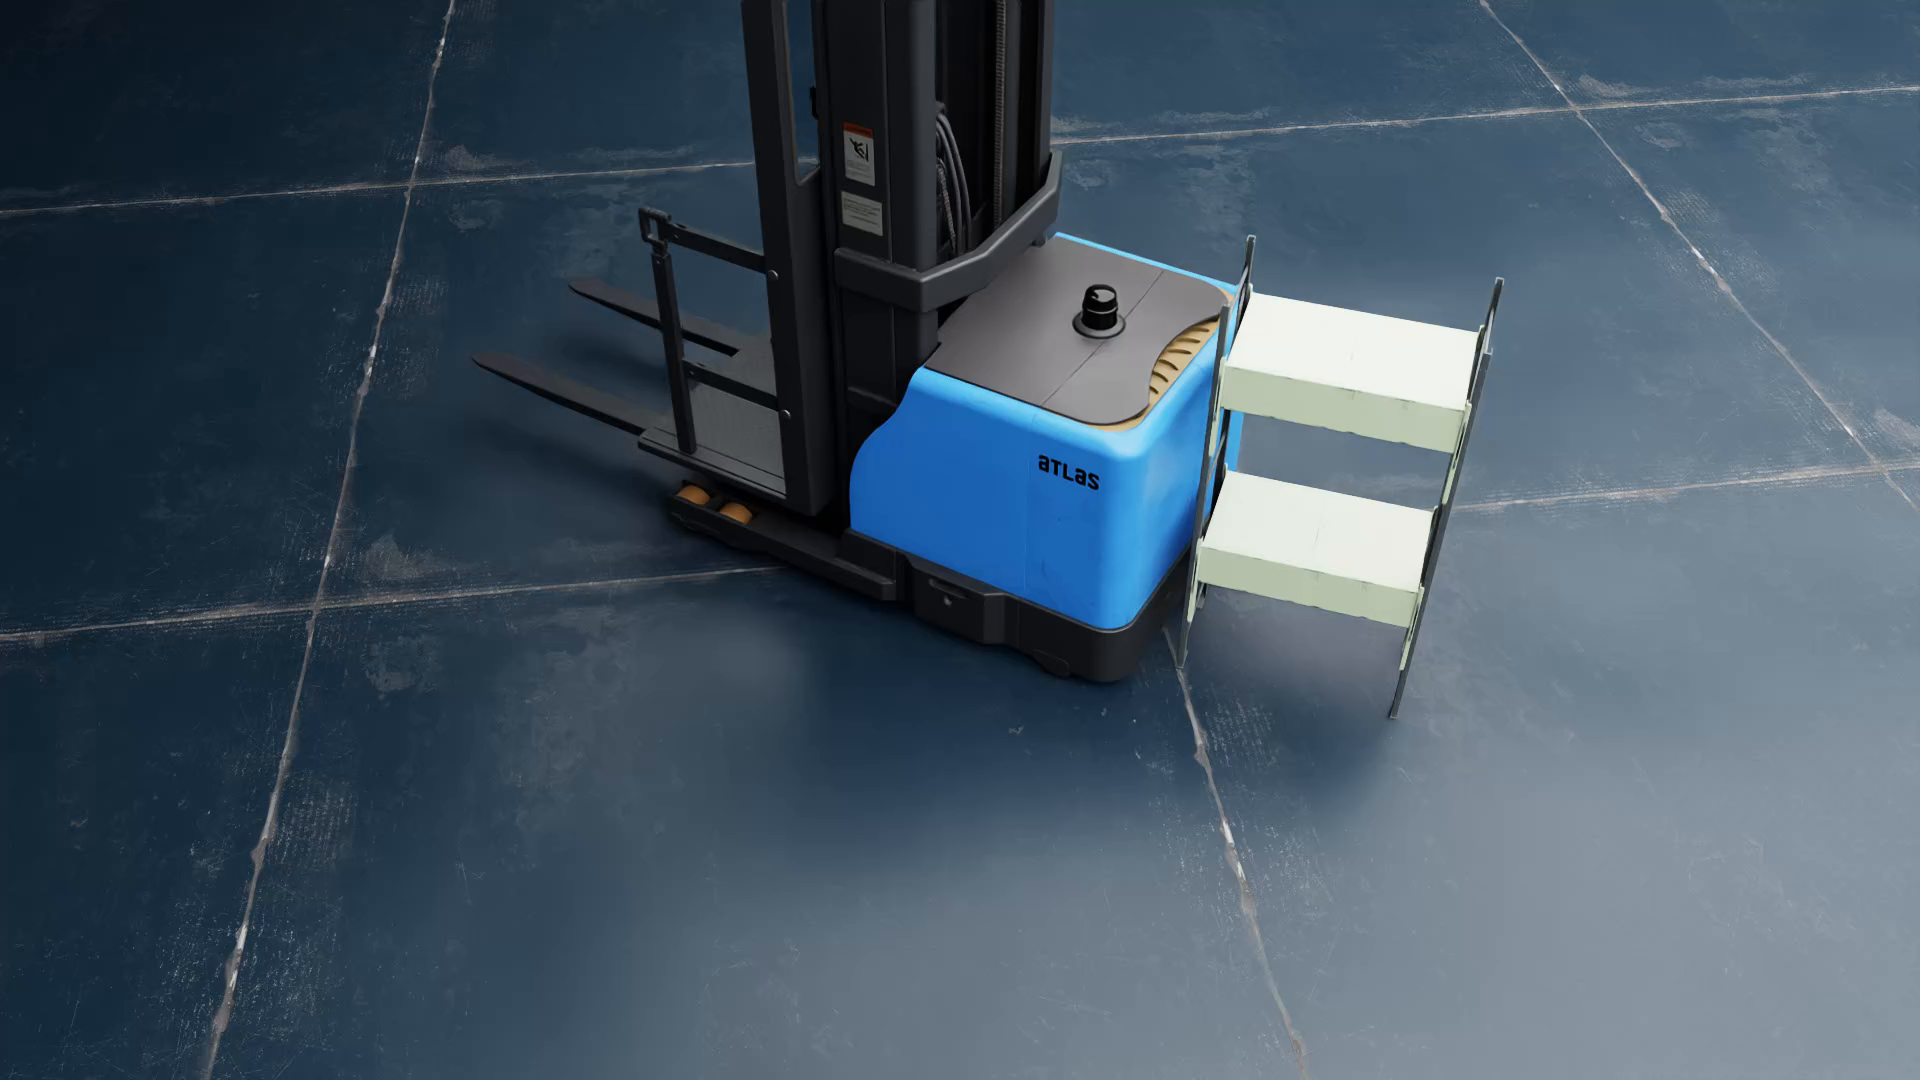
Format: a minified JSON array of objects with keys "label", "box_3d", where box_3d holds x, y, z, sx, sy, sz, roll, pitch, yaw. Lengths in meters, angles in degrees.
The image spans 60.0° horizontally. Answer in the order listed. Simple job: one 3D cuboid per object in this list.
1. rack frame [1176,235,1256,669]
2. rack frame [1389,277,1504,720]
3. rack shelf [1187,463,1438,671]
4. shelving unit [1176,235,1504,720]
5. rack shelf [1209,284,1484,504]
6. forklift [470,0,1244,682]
[{"label":"rack frame","box_3d":[0.822,-0.238,5.394,0.023,1.500,0.400,13,44,14]},{"label":"rack frame","box_3d":[1.516,-0.082,5.222,0.023,1.500,0.400,13,44,14]},{"label":"rack shelf","box_3d":[1.169,0.082,5.526,0.720,0.370,0.431,13,44,14]},{"label":"shelving unit","box_3d":[1.169,-0.160,5.308,0.755,1.500,0.431,13,44,14]},{"label":"rack shelf","box_3d":[1.169,-0.450,5.046,0.720,0.370,0.431,13,44,14]},{"label":"forklift","box_3d":[-0.513,-1.344,5.552,3.031,2.935,1.130,21,46,22]}]
